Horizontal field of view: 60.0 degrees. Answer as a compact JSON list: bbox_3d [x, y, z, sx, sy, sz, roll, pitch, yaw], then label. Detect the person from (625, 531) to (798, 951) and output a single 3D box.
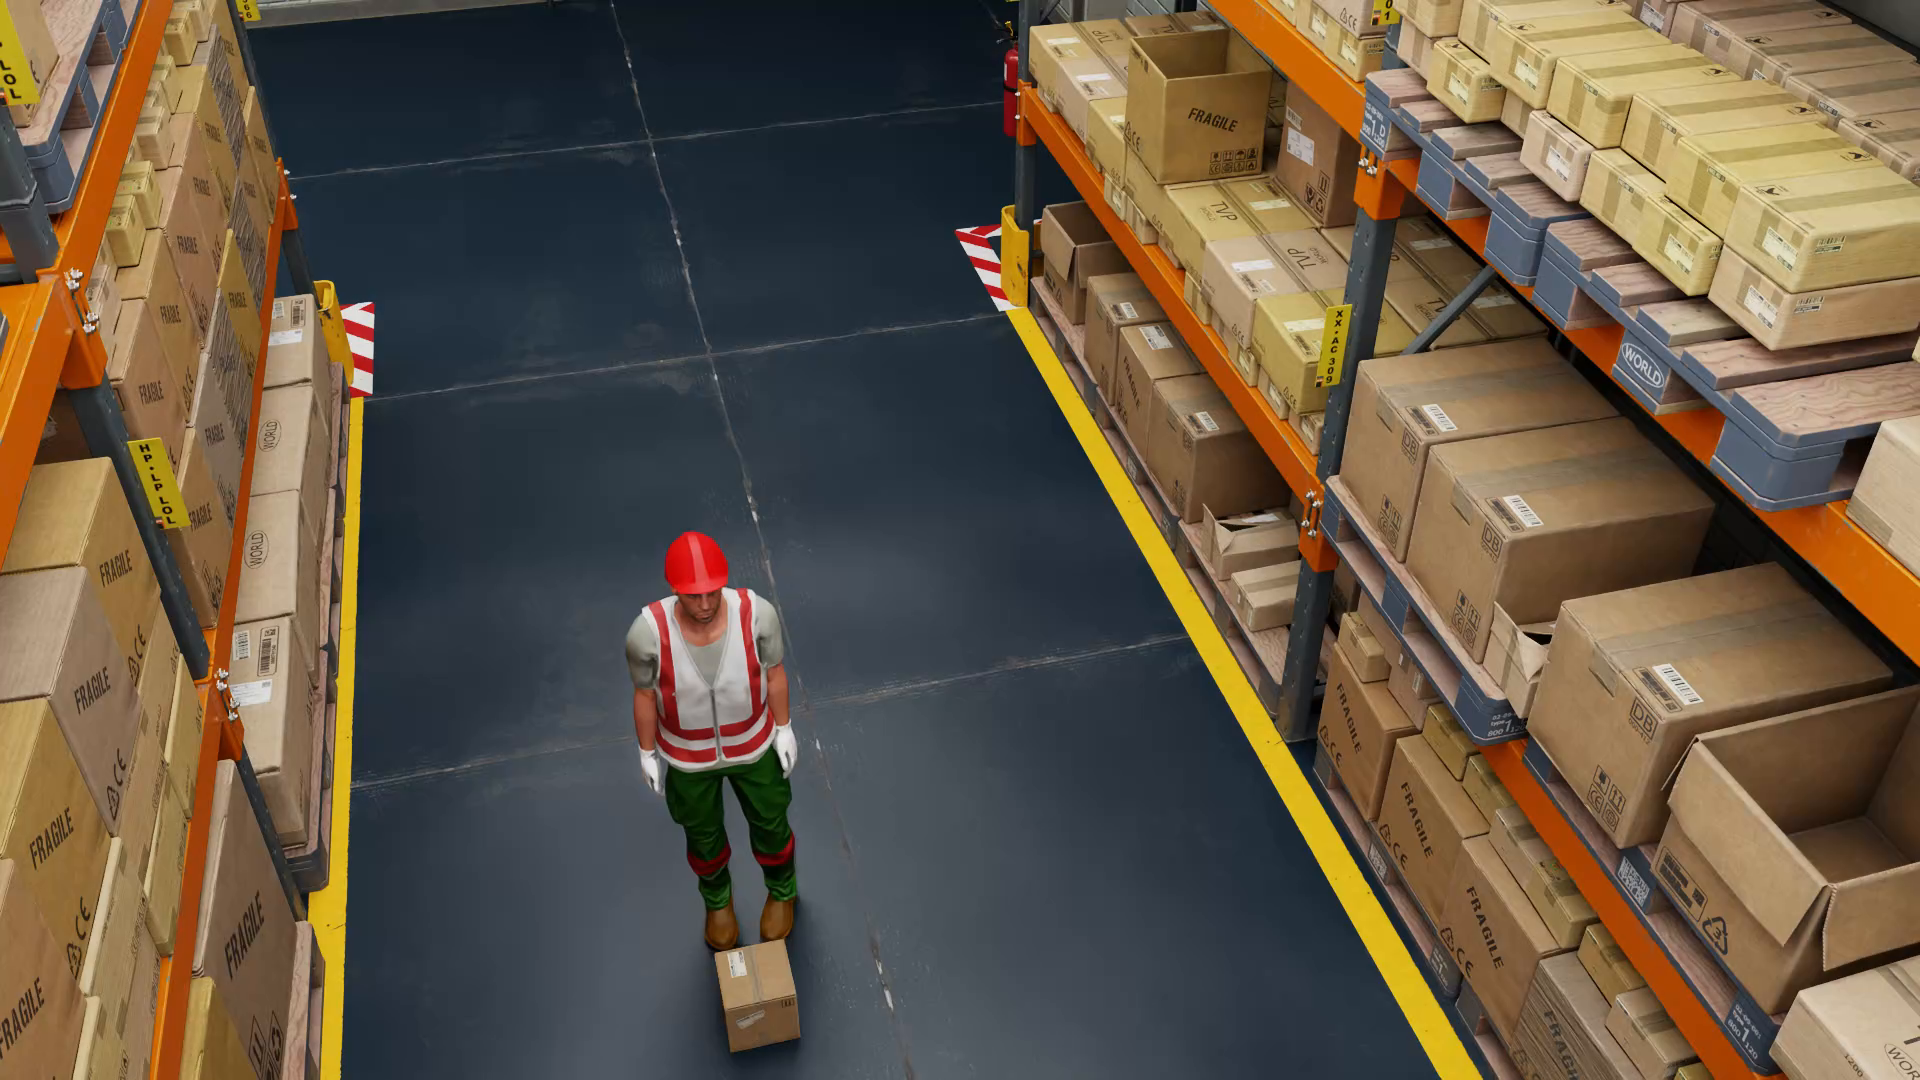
[{"bbox_3d":[-0.836,0.722,5.764,0.544,1.795,0.359,-9,39,-12],"label":"person"}]
